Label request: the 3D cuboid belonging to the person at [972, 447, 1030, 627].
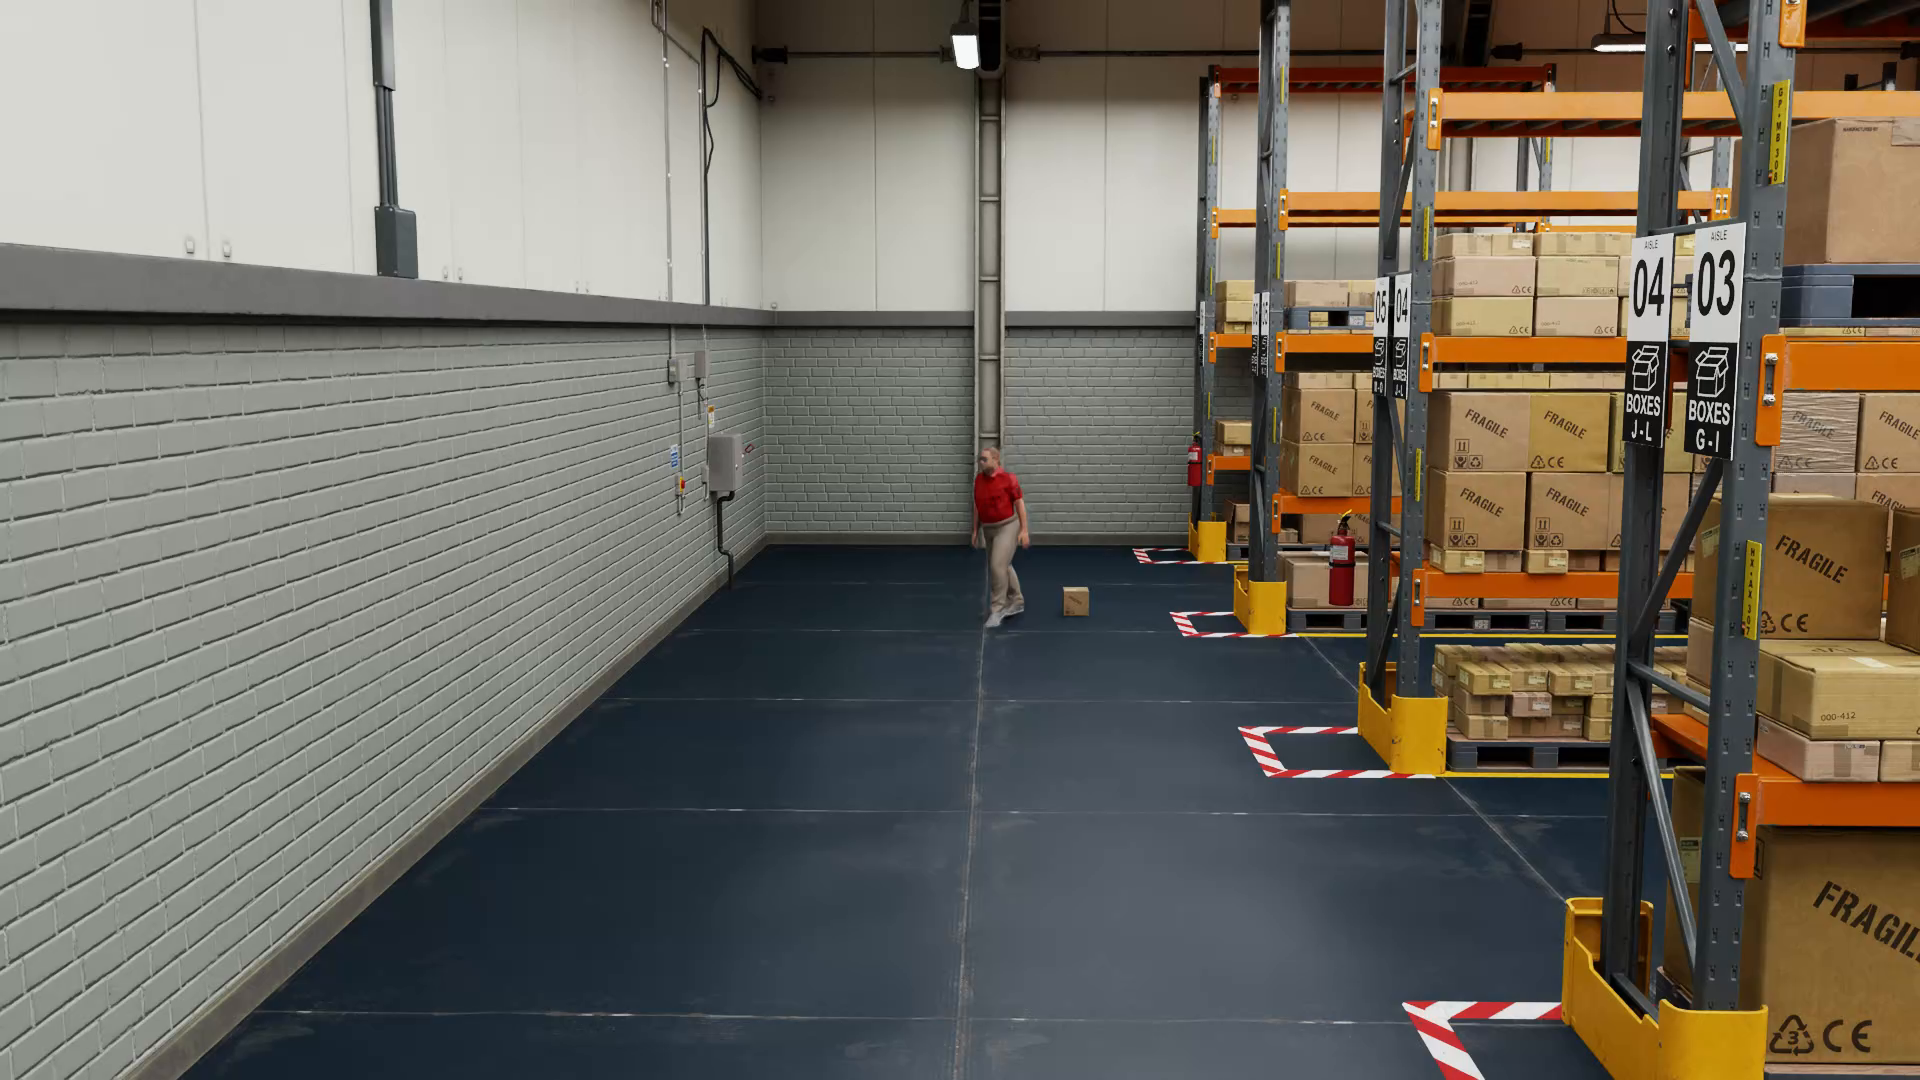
[{"bbox_3d":[0.379,-0.042,16.350,0.703,1.757,0.587,-6,10,-41],"label":"person"}]
